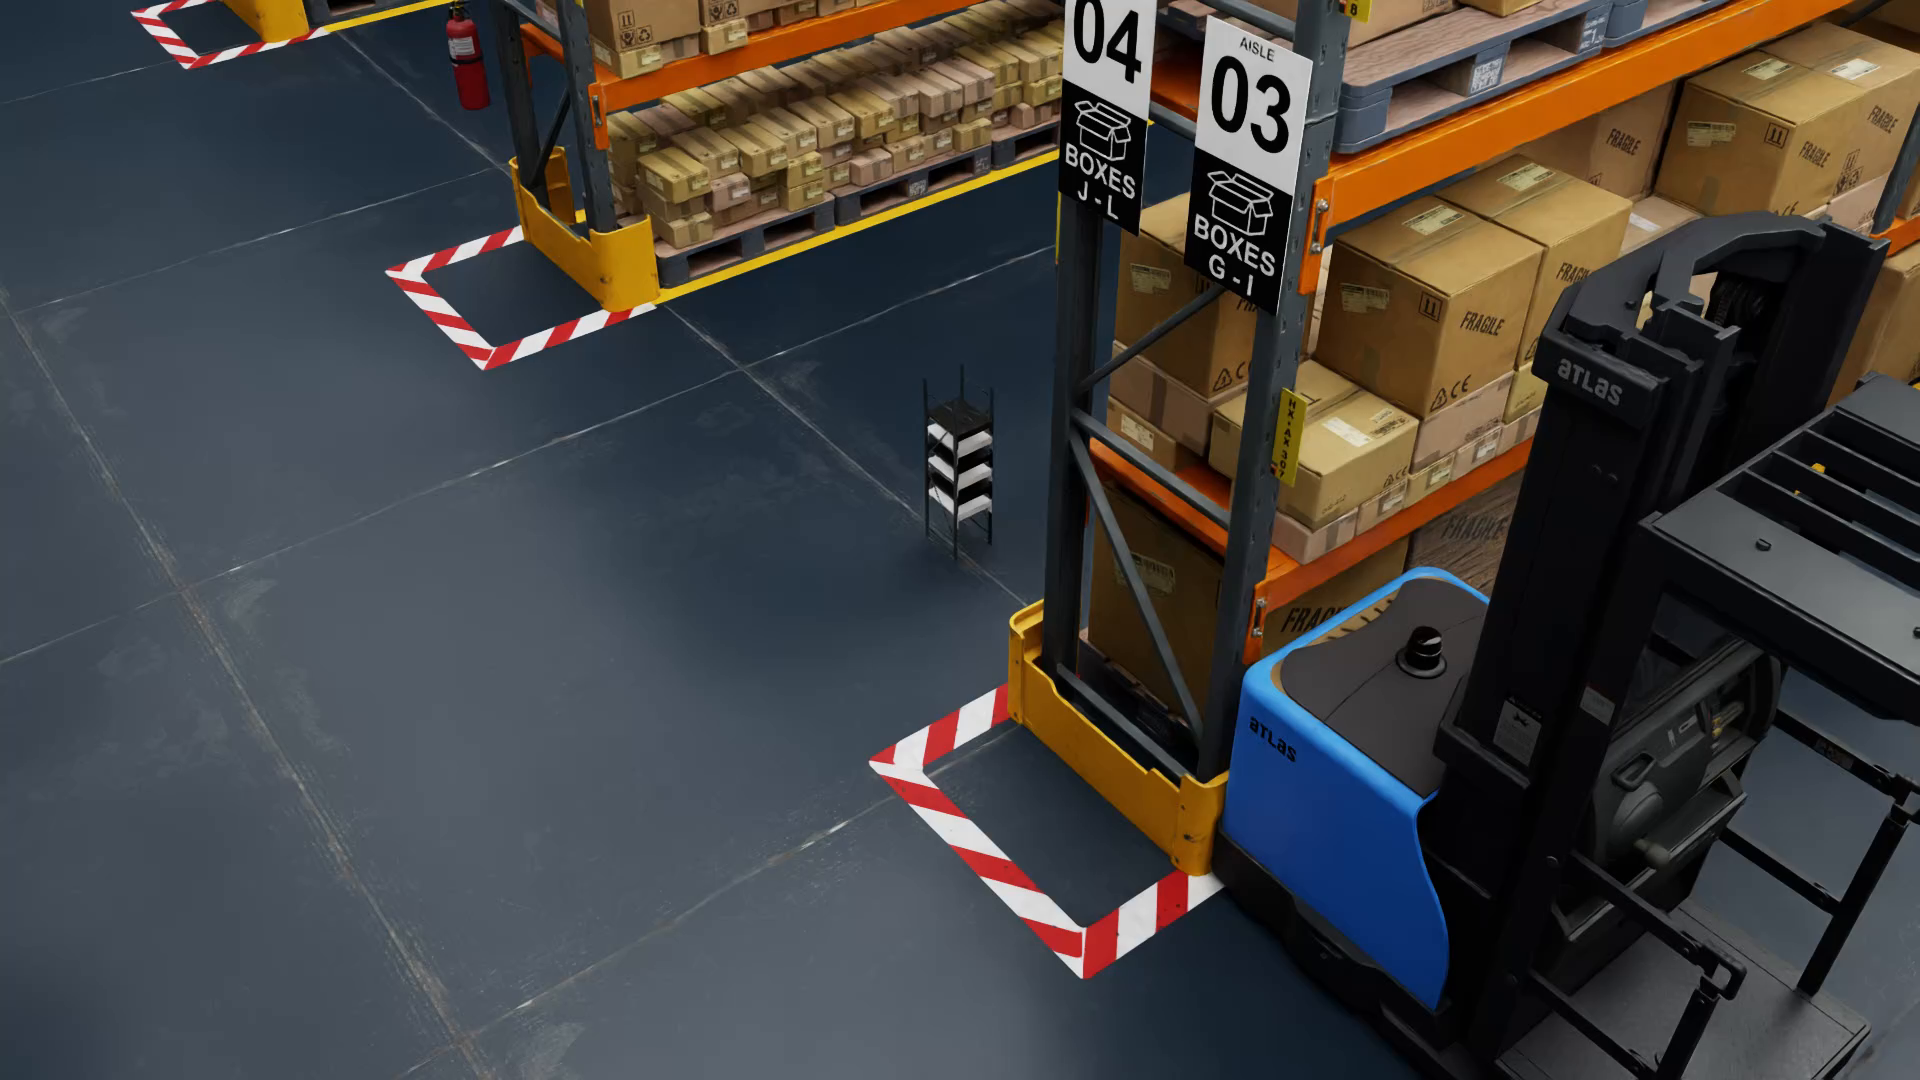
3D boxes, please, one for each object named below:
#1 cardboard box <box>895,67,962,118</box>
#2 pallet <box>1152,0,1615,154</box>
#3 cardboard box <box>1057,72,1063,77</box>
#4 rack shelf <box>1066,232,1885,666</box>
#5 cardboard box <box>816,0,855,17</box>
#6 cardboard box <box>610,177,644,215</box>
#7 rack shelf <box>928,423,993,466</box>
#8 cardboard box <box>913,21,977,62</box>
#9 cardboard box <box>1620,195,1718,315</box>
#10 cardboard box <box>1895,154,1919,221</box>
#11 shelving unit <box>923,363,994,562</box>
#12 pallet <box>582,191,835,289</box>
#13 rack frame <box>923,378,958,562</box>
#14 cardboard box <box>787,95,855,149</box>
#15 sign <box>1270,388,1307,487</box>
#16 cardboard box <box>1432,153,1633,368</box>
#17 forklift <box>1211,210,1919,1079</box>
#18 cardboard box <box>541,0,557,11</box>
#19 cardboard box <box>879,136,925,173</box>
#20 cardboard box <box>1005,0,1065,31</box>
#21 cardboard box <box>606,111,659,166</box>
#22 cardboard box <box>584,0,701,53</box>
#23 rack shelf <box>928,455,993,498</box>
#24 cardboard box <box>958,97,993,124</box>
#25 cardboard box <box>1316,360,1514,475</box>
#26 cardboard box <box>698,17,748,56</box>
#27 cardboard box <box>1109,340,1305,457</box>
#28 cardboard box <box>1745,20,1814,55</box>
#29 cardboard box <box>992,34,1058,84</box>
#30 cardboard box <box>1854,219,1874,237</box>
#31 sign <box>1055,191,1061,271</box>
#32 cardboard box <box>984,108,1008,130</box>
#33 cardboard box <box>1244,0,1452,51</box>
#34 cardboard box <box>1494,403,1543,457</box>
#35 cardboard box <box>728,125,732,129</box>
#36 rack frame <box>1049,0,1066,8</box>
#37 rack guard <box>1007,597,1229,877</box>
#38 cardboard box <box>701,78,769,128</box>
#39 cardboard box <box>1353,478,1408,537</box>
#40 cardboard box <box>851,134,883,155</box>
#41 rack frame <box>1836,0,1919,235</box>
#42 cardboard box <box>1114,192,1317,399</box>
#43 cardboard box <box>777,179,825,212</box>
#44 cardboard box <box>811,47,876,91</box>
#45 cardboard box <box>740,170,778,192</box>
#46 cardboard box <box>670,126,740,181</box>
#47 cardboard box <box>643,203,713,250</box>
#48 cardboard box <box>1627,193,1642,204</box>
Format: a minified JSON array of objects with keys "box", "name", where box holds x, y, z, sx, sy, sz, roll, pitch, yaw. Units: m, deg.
[{"box":[-0.199,-2.792,10.370,0.250,0.149,0.380,-28,47,-30],"name":"cardboard box"},{"box":[1.267,-1.650,5.234,1.213,0.211,1.003,-26,46,-28],"name":"pallet"},{"box":[0.651,-3.094,10.972,0.250,0.149,0.380,-28,47,-30],"name":"cardboard box"},{"box":[2.271,-0.727,6.972,4.000,0.370,1.077,-26,46,-28],"name":"rack shelf"},{"box":[-0.814,-3.168,9.578,0.250,0.149,0.380,-27,46,-29],"name":"cardboard box"},{"box":[-1.967,-2.134,10.036,0.250,0.149,0.380,-25,46,-27],"name":"cardboard box"},{"box":[-0.006,-0.458,7.501,0.200,0.077,0.258,-26,46,-28],"name":"rack shelf"},{"box":[-0.103,-3.261,10.942,0.250,0.149,0.380,-27,47,-29],"name":"cardboard box"},{"box":[2.853,-1.134,6.784,0.500,0.250,0.500,-25,46,-27],"name":"cardboard box"},{"box":[4.373,-1.869,7.718,0.500,0.500,0.500,-26,46,-28],"name":"cardboard box"},{"box":[-0.006,-0.345,7.594,0.210,0.900,0.258,-26,46,-28],"name":"shelving unit"},{"box":[-1.532,-2.013,10.171,1.213,0.211,1.003,-26,46,-28],"name":"pallet"},{"box":[-0.087,-0.305,7.546,0.006,0.900,0.240,-26,46,-28],"name":"rack frame"},{"box":[-0.840,-2.527,10.047,0.250,0.149,0.380,-24,45,-27],"name":"cardboard box"},{"box":[1.018,-0.316,5.159,0.005,0.325,0.100,-26,46,-28],"name":"sign"},{"box":[2.033,-1.025,6.061,0.500,0.500,0.500,-27,47,-29],"name":"cardboard box"},{"box":[2.250,0.693,4.728,1.130,2.935,3.031,-26,46,-28],"name":"forklift"},{"box":[-2.058,-3.222,9.133,0.500,0.500,0.500,-25,46,-27],"name":"cardboard box"},{"box":[-0.429,-2.472,10.448,0.250,0.149,0.380,-26,46,-28],"name":"cardboard box"},{"box":[0.515,-3.573,11.321,0.250,0.149,0.380,-24,45,-26],"name":"cardboard box"},{"box":[-1.992,-2.388,9.877,0.250,0.149,0.380,-25,46,-28],"name":"cardboard box"},{"box":[-1.733,-2.954,8.806,0.500,0.500,0.500,-24,45,-26],"name":"cardboard box"},{"box":[-0.006,-0.319,7.615,0.200,0.077,0.258,-26,46,-28],"name":"rack shelf"},{"box":[0.001,-2.826,10.645,0.250,0.149,0.380,-25,45,-27],"name":"cardboard box"},{"box":[1.638,-0.543,6.064,0.500,0.250,0.500,-27,46,-29],"name":"cardboard box"},{"box":[-1.378,-2.825,9.160,0.250,0.149,0.380,-27,47,-29],"name":"cardboard box"},{"box":[0.907,-0.610,6.146,0.500,0.250,0.500,-27,46,-29],"name":"cardboard box"},{"box":[3.321,-2.068,7.332,0.500,0.500,0.500,-26,46,-28],"name":"cardboard box"},{"box":[0.419,-3.115,10.763,0.250,0.149,0.380,-26,46,-28],"name":"cardboard box"},{"box":[3.814,-1.398,7.421,0.250,0.149,0.380,-26,46,-28],"name":"cardboard box"},{"box":[0.365,-1.050,5.698,0.005,0.325,0.100,-26,46,-28],"name":"sign"},{"box":[0.101,-2.815,10.867,0.250,0.149,0.380,-27,47,-29],"name":"cardboard box"},{"box":[1.064,-1.859,4.931,0.500,0.500,0.700,-29,47,-31],"name":"cardboard box"},{"box":[1.981,-0.504,6.331,0.250,0.149,0.380,-27,46,-29],"name":"cardboard box"},{"box":[-1.326,-2.542,10.299,0.250,0.149,0.380,-27,46,-29],"name":"cardboard box"},{"box":[0.914,-4.311,10.774,0.127,3.000,1.000,-26,46,-28],"name":"rack frame"},{"box":[0.666,0.744,6.583,0.348,0.500,1.175,-26,46,-28],"name":"rack guard"},{"box":[-1.386,-2.688,10.243,0.250,0.149,0.380,-28,47,-30],"name":"cardboard box"},{"box":[1.370,-0.206,5.968,0.250,0.149,0.380,-27,46,-29],"name":"cardboard box"},{"box":[-0.682,-2.551,10.310,0.250,0.149,0.380,-24,45,-26],"name":"cardboard box"},{"box":[3.856,-1.778,7.686,0.127,3.000,1.000,-26,46,-28],"name":"rack frame"},{"box":[0.911,-0.900,5.907,0.500,0.500,0.500,-25,46,-28],"name":"cardboard box"},{"box":[-1.027,-2.153,10.059,0.250,0.149,0.380,-25,46,-28],"name":"cardboard box"},{"box":[-0.740,-2.982,10.601,0.250,0.149,0.380,-26,46,-28],"name":"cardboard box"},{"box":[-1.294,-2.231,9.920,0.250,0.149,0.380,-25,46,-28],"name":"cardboard box"},{"box":[-1.490,-2.254,9.714,0.250,0.149,0.380,-25,46,-27],"name":"cardboard box"},{"box":[-1.647,-1.867,9.711,0.250,0.149,0.380,-25,46,-27],"name":"cardboard box"},{"box":[2.519,-1.392,7.100,0.500,0.250,0.500,-25,45,-27],"name":"cardboard box"}]
